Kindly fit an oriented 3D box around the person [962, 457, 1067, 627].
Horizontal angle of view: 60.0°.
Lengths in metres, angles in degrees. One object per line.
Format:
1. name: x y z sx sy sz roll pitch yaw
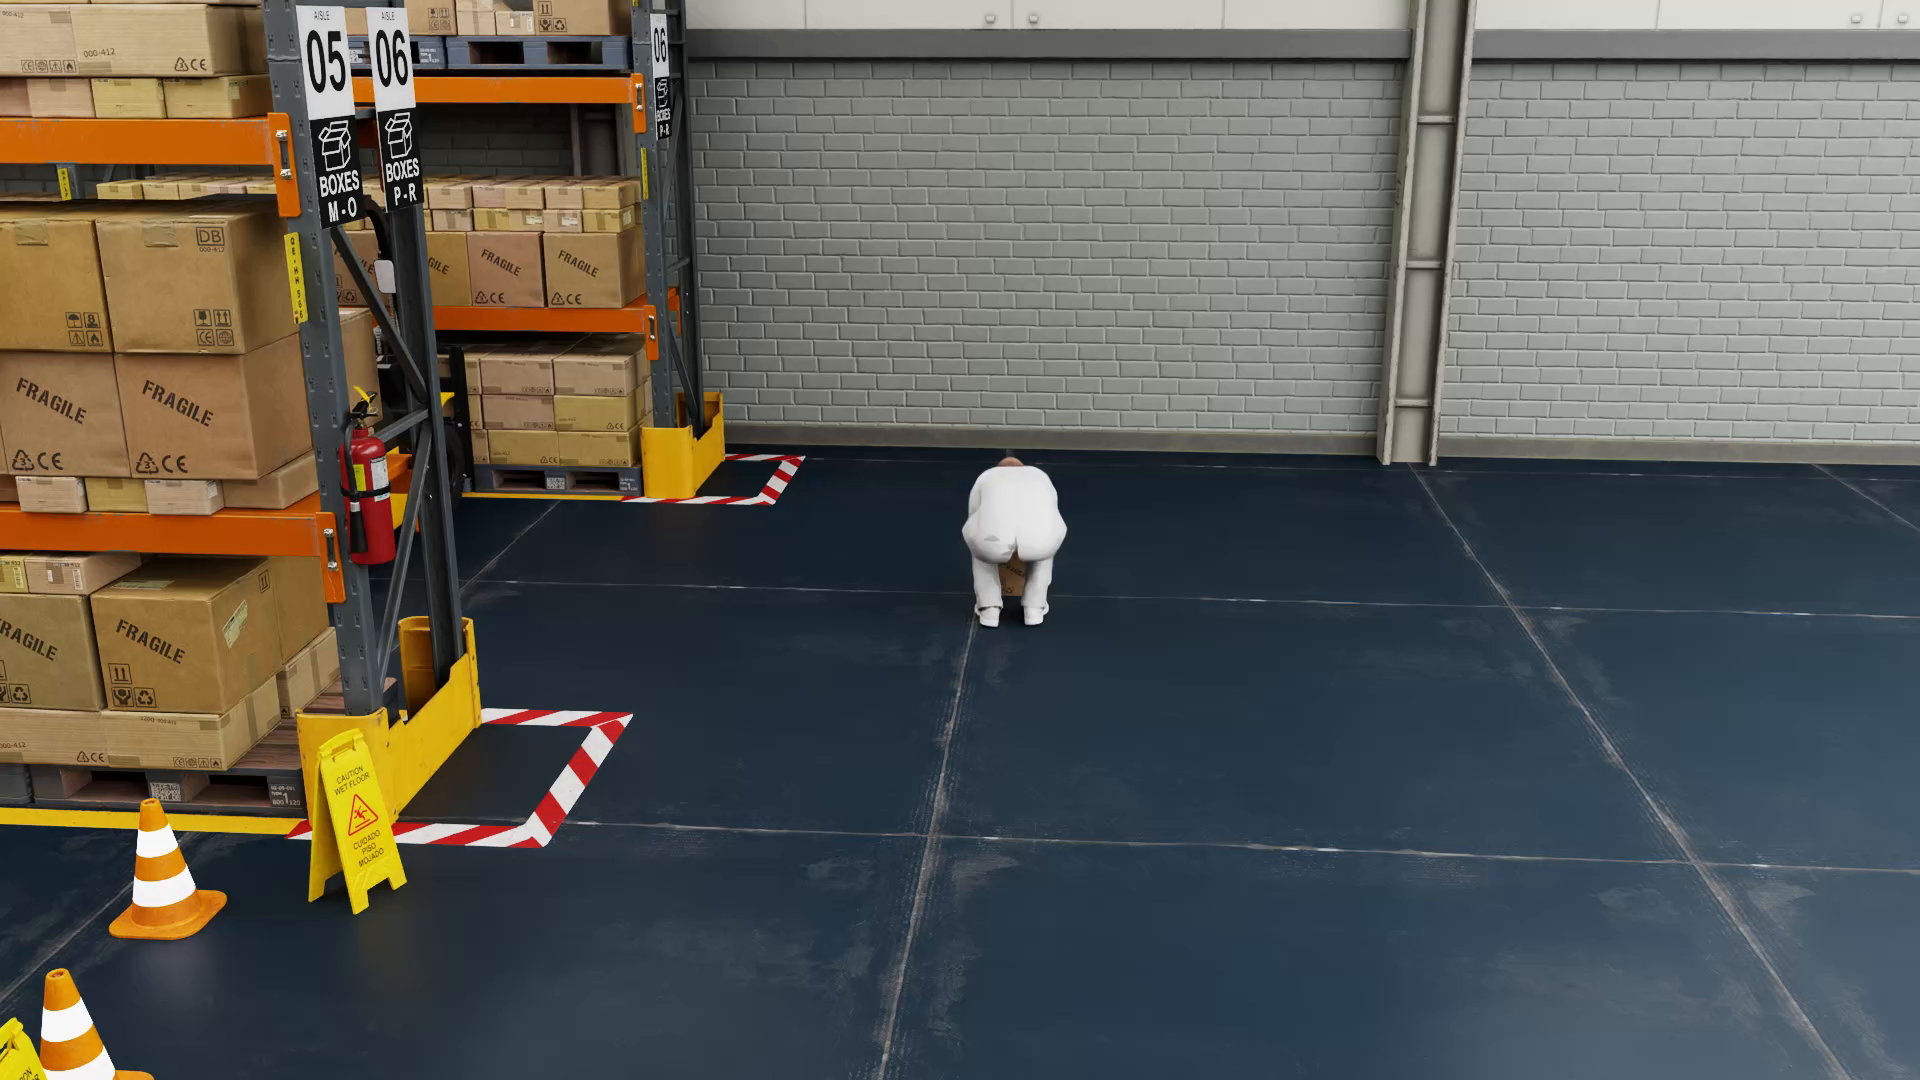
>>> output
1. person: 0.302 0.014 9.203 0.577 0.824 0.947 1 17 3
